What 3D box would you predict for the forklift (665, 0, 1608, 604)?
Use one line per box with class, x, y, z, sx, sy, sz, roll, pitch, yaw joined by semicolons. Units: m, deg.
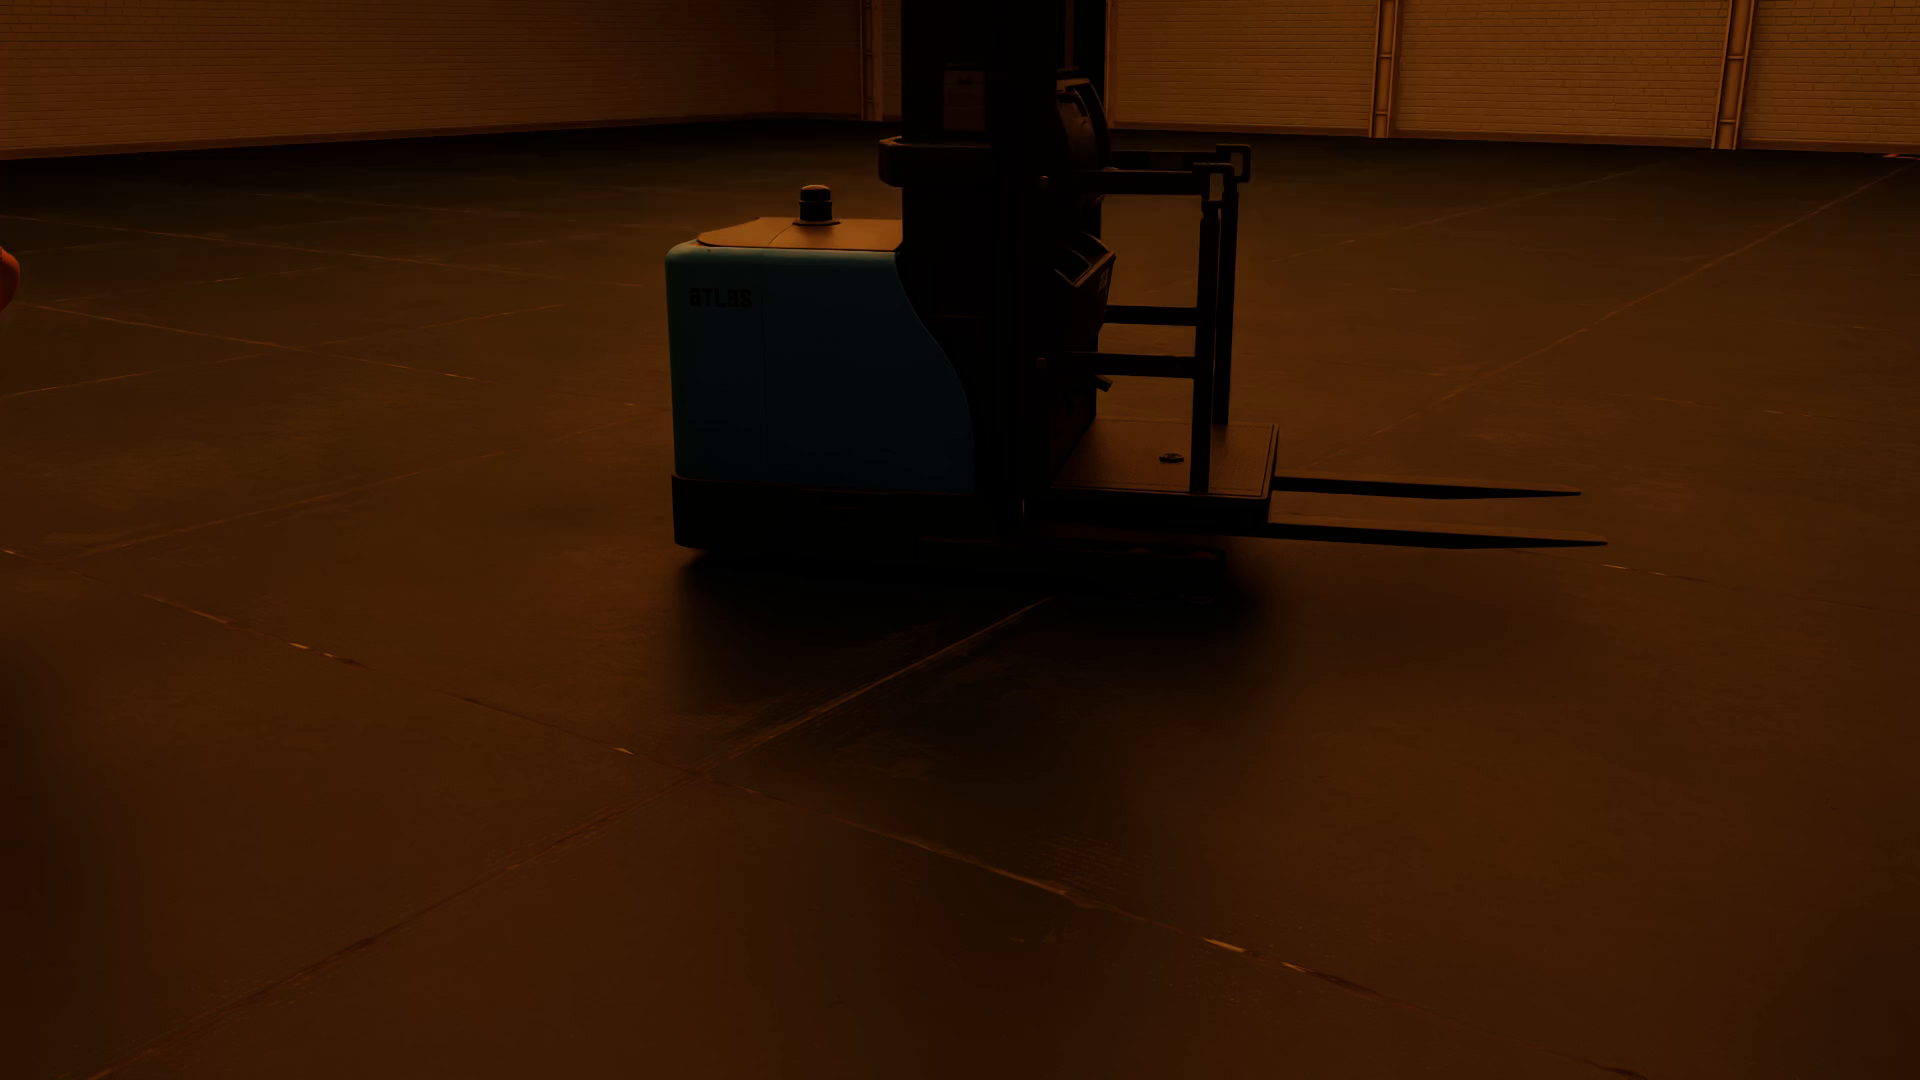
forklift;0.595;-1.367;5.404;3.031;2.935;1.130;4;17;12
